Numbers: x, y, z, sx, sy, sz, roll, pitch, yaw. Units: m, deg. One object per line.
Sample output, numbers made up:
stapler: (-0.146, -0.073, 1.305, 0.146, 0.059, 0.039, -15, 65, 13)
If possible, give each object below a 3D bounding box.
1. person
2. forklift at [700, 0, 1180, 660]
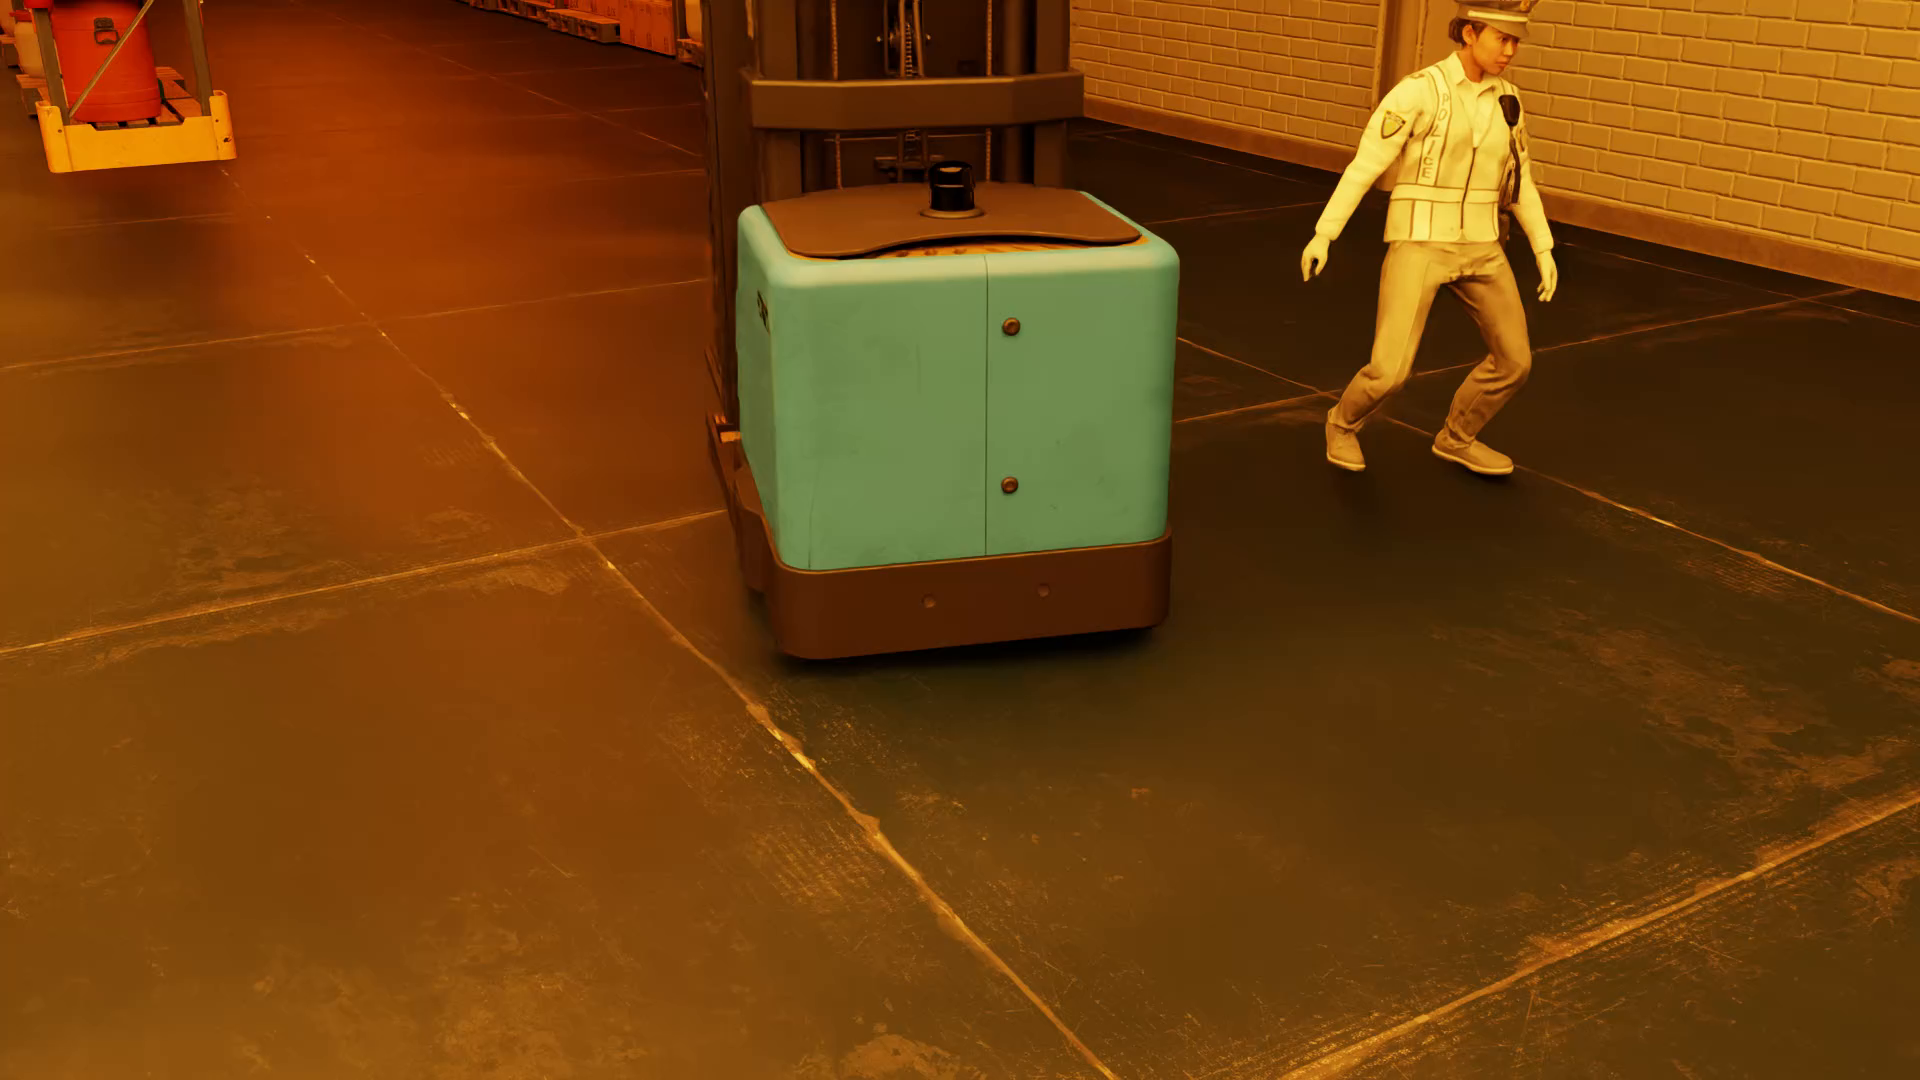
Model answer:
person: (1.493, -0.932, 5.258, 0.817, 1.573, 0.460, -4, 23, -10)
forklift: (-0.269, -1.583, 5.130, 1.130, 2.935, 3.031, -5, 23, -12)
